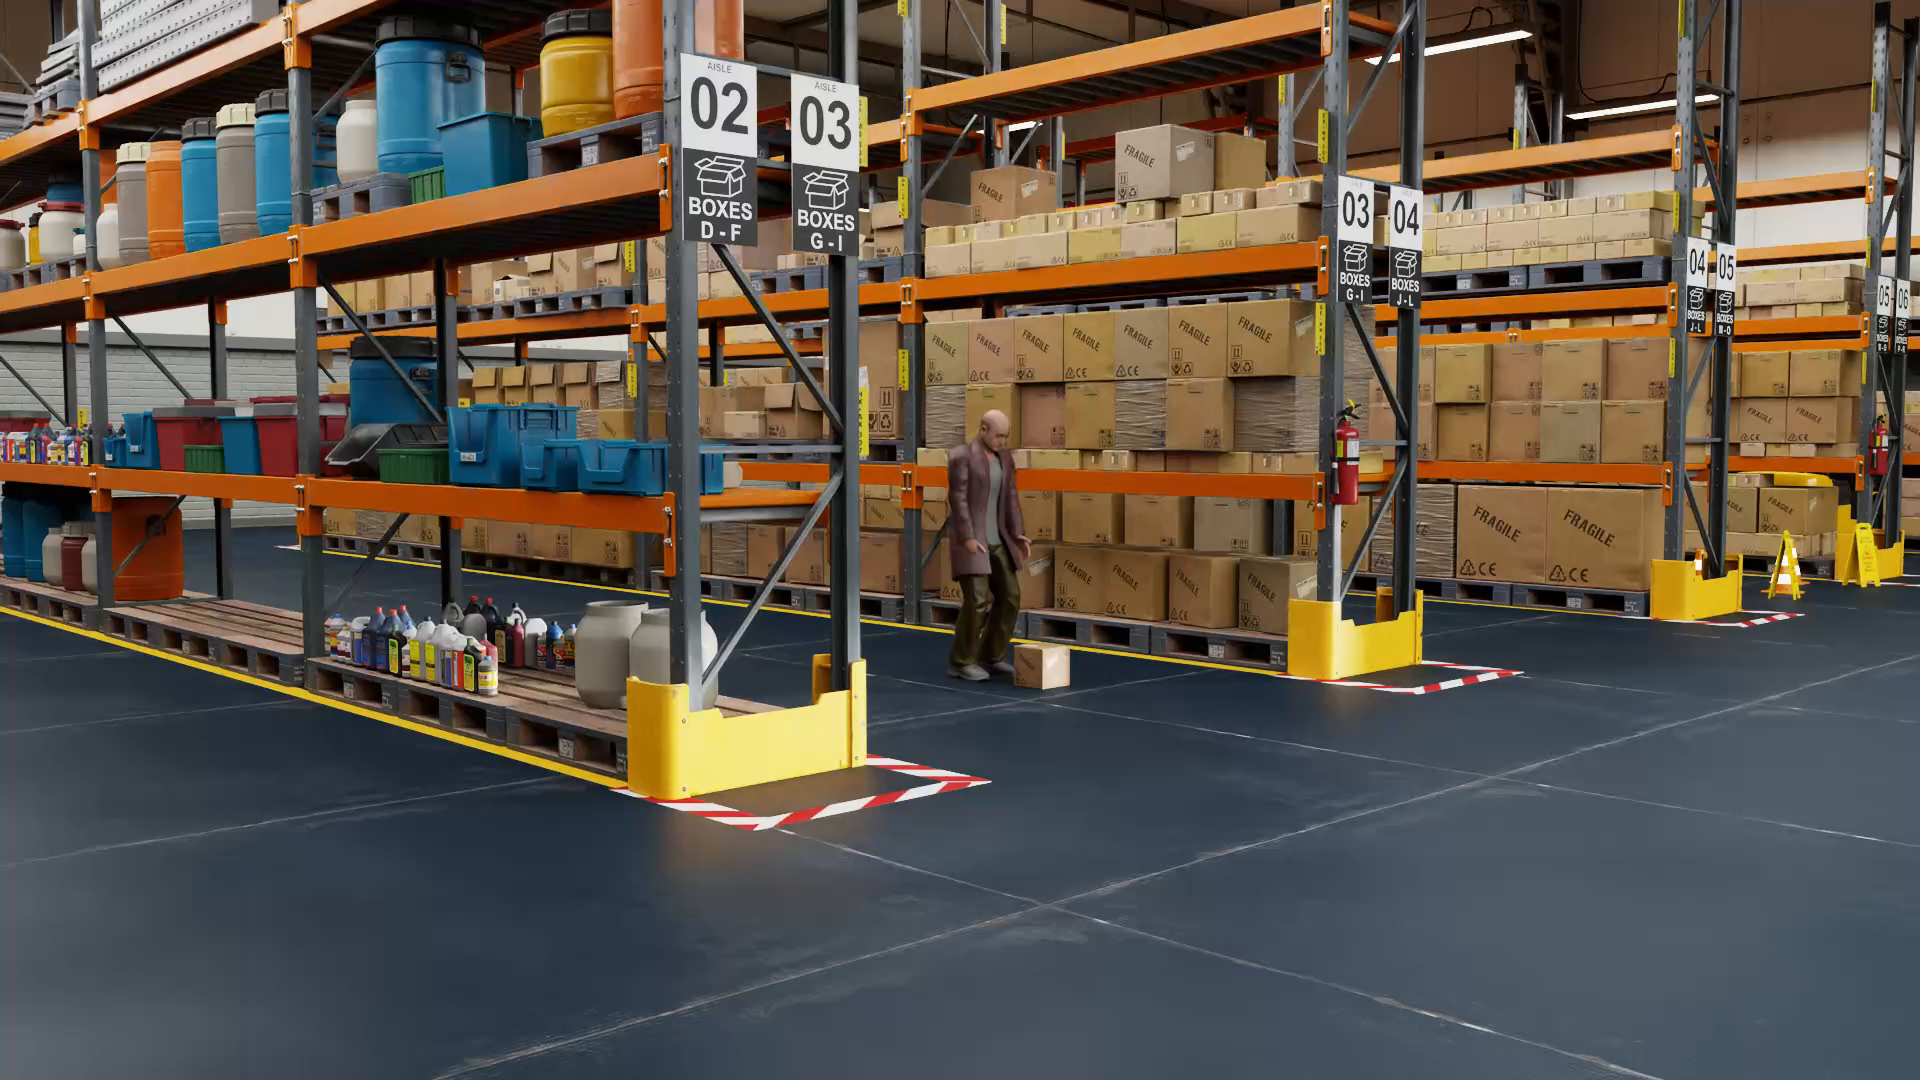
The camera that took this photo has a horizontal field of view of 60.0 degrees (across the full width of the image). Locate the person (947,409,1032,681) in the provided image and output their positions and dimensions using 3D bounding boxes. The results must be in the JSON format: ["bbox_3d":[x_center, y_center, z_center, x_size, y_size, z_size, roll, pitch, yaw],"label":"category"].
[{"bbox_3d":[0.172,0.028,10.748,0.587,1.732,0.416,-3,5,-42],"label":"person"}]
